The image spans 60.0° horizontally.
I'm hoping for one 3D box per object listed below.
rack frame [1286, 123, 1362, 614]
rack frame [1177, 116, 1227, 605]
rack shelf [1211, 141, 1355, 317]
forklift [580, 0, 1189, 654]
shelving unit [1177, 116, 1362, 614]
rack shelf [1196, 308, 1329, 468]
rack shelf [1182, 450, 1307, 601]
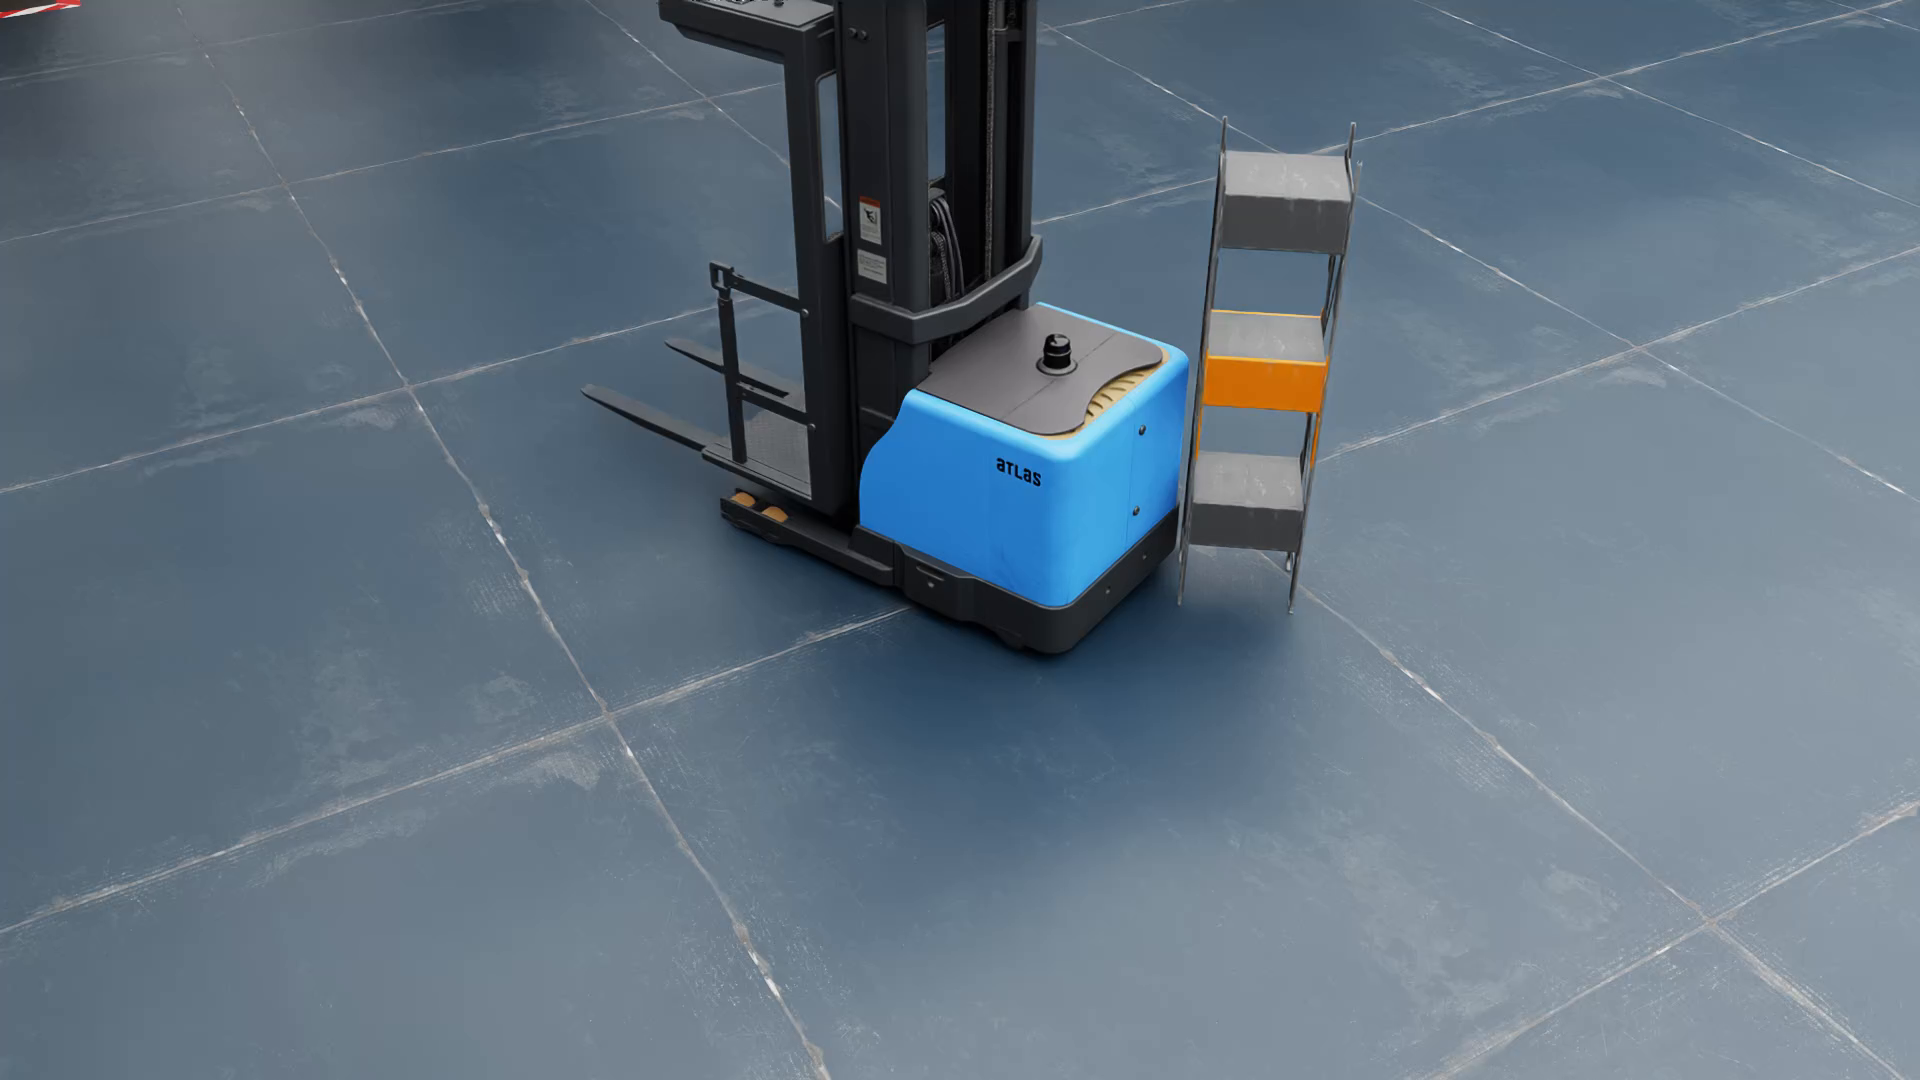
[{"bbox_3d":[1.481,-0.638,6.843,0.015,2.100,0.400,4,36,6],"label":"rack frame"},{"bbox_3d":[0.997,-0.675,6.892,0.015,2.100,0.400,4,36,6],"label":"rack frame"},{"bbox_3d":[1.241,-1.210,6.461,0.480,0.518,0.431,4,36,6],"label":"rack shelf"},{"bbox_3d":[-0.505,-1.399,7.180,3.031,2.935,1.130,23,42,28],"label":"forklift"},{"bbox_3d":[1.239,-0.657,6.867,0.503,2.100,0.431,4,36,6],"label":"shelving unit"},{"bbox_3d":[1.239,-0.646,6.875,0.480,0.518,0.431,4,36,6],"label":"rack shelf"},{"bbox_3d":[1.237,-0.081,7.289,0.480,0.518,0.431,4,36,6],"label":"rack shelf"}]
